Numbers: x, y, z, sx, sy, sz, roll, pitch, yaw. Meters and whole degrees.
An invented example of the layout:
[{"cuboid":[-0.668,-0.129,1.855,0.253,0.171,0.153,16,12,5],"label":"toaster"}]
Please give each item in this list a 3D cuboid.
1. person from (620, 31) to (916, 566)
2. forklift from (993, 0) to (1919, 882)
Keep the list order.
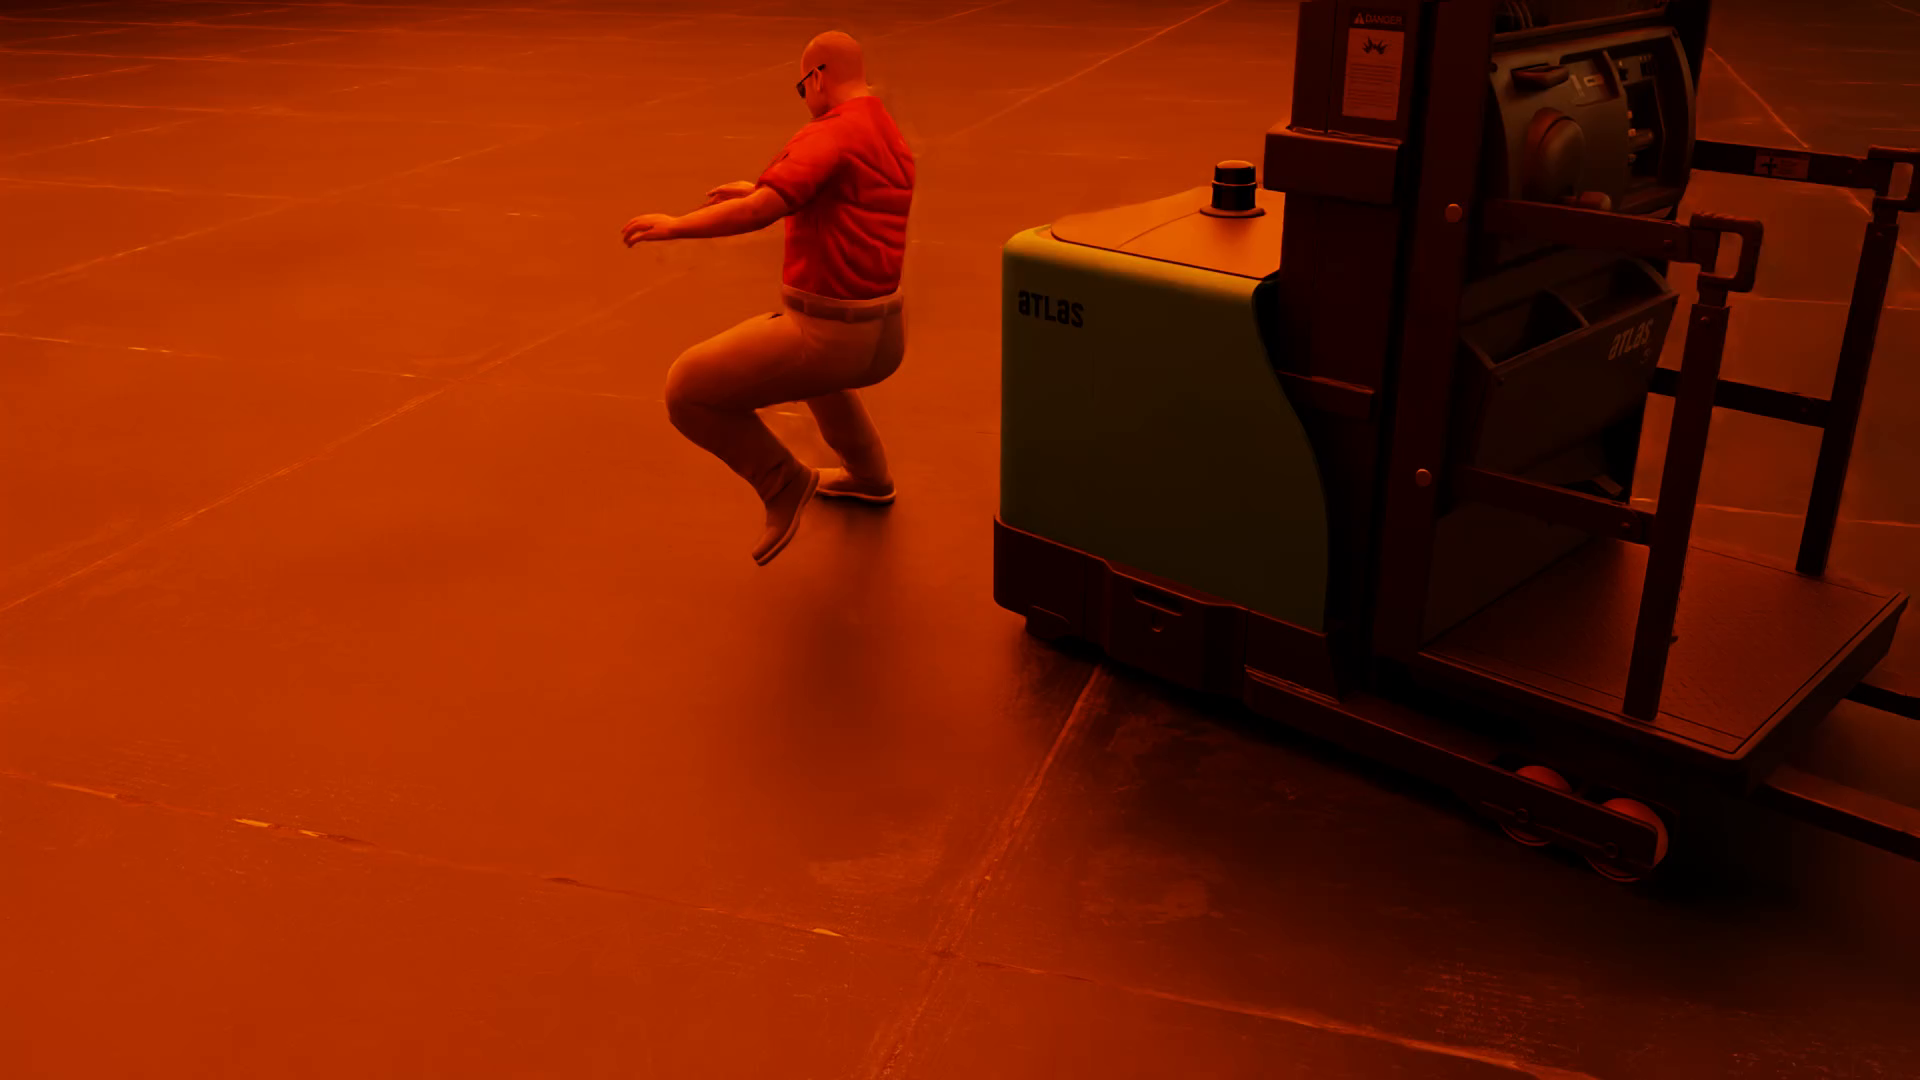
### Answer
[{"cuboid":[-0.515,-0.705,4.851,0.772,1.498,0.923,12,25,27],"label":"person"},{"cuboid":[1.507,-0.877,3.405,3.031,2.935,1.130,20,30,40],"label":"forklift"}]
